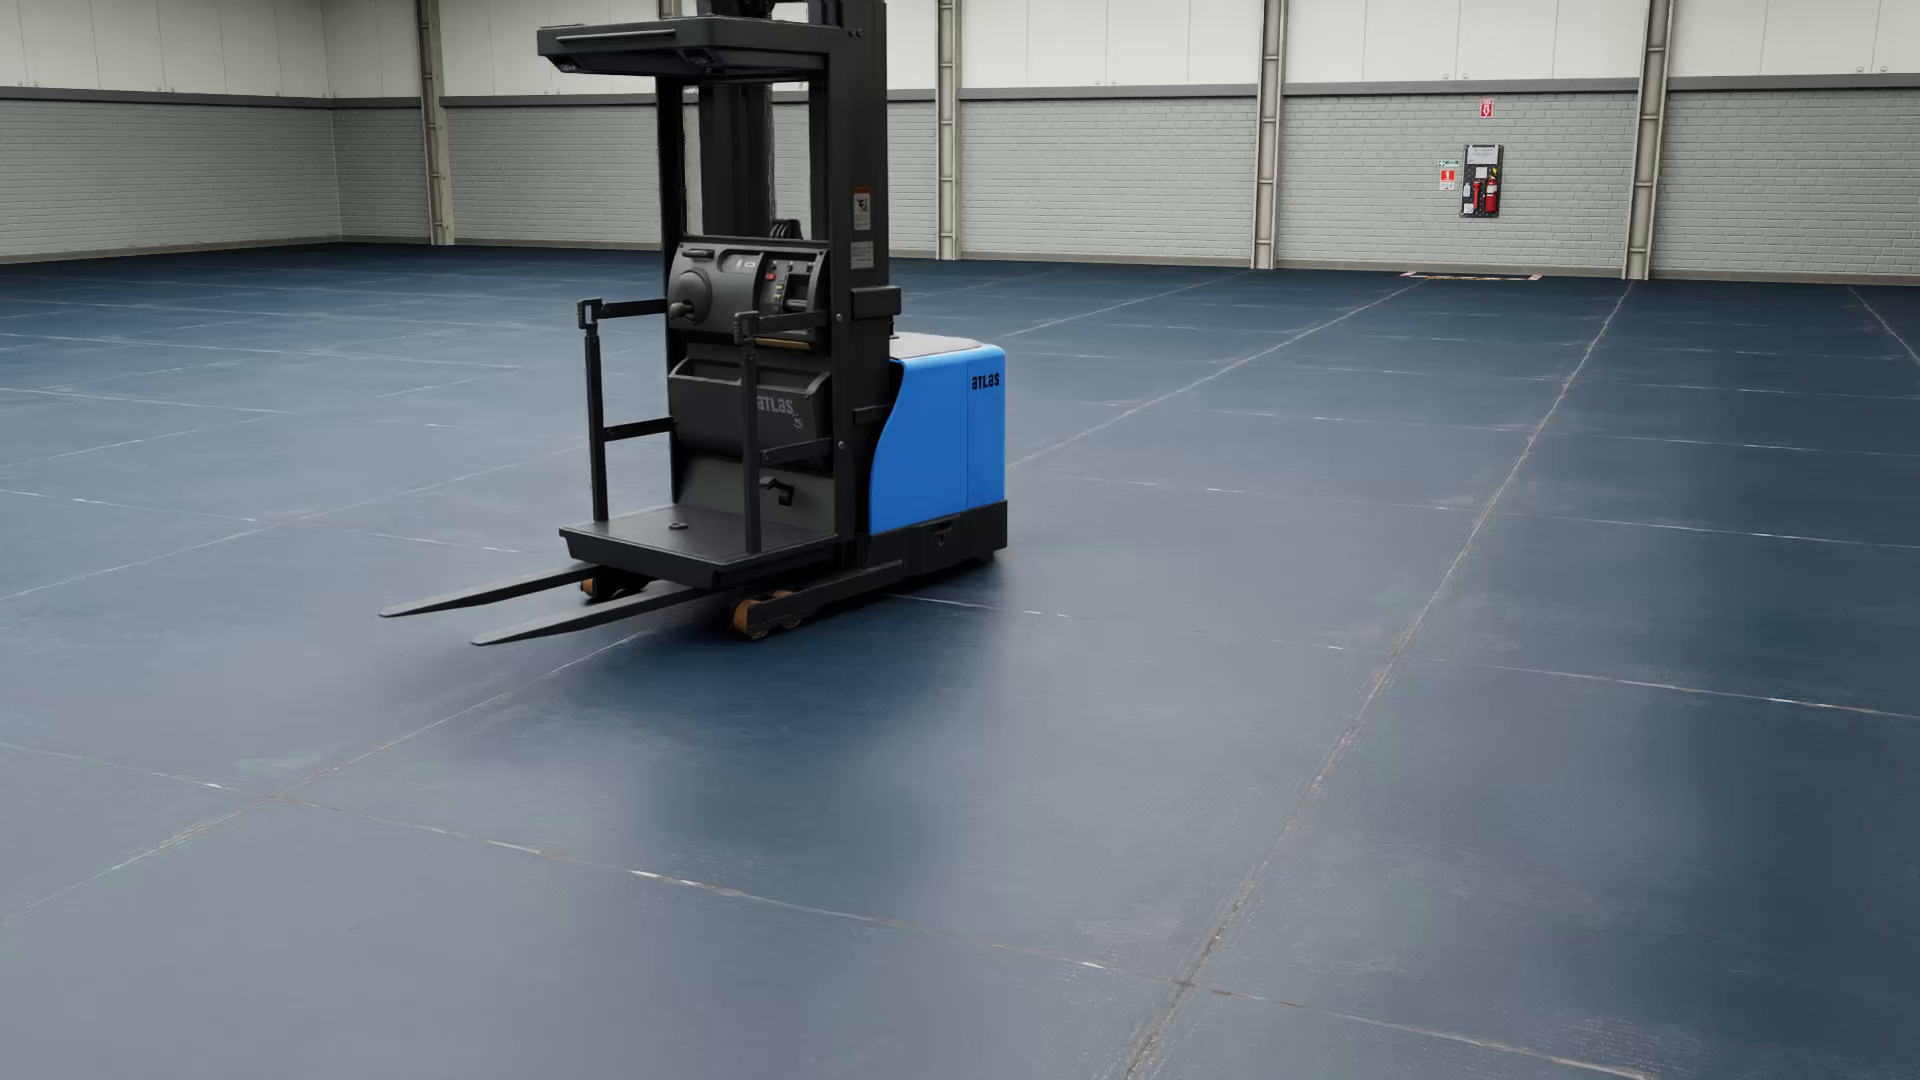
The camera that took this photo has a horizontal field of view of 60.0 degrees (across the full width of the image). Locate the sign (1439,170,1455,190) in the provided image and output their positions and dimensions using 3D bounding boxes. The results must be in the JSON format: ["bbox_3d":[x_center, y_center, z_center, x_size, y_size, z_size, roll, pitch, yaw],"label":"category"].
[{"bbox_3d":[8.055,-5.953,27.482,0.234,0.329,0.001,6,14,23],"label":"sign"}]

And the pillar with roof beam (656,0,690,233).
[{"bbox_3d":[-7.438,-9.314,28.748,0.400,9.000,9.100,6,14,23],"label":"pillar with roof beam"}]

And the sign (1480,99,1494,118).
[{"bbox_3d":[8.552,-7.013,27.003,0.199,0.298,0.001,6,14,23],"label":"sign"}]

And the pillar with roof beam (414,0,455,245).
[{"bbox_3d":[-12.924,-9.869,31.114,0.400,9.000,9.100,6,14,23],"label":"pillar with roof beam"}]

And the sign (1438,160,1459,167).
[{"bbox_3d":[8.056,-6.209,27.412,0.331,0.109,0.001,6,14,23],"label":"sign"}]

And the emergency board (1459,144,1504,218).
[{"bbox_3d":[8.519,-5.863,27.176,0.643,1.169,0.194,6,14,23],"label":"emergency board"}]

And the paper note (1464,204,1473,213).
[{"bbox_3d":[8.385,-5.465,27.408,0.142,0.148,0.016,6,14,23],"label":"paper note"}]

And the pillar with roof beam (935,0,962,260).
[{"bbox_3d":[-1.953,-8.758,26.382,0.400,9.000,9.100,6,14,23],"label":"pillar with roof beam"}]

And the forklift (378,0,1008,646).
[{"bbox_3d":[-1.080,-1.140,7.198,1.130,2.935,3.031,10,17,38],"label":"forklift"}]

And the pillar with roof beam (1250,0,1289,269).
[{"bbox_3d":[3.533,-8.203,24.016,0.400,9.000,9.100,6,14,23],"label":"pillar with roof beam"}]

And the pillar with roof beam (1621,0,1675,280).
[{"bbox_3d":[9.019,-7.648,21.650,0.400,9.000,9.100,6,14,23],"label":"pillar with roof beam"}]
